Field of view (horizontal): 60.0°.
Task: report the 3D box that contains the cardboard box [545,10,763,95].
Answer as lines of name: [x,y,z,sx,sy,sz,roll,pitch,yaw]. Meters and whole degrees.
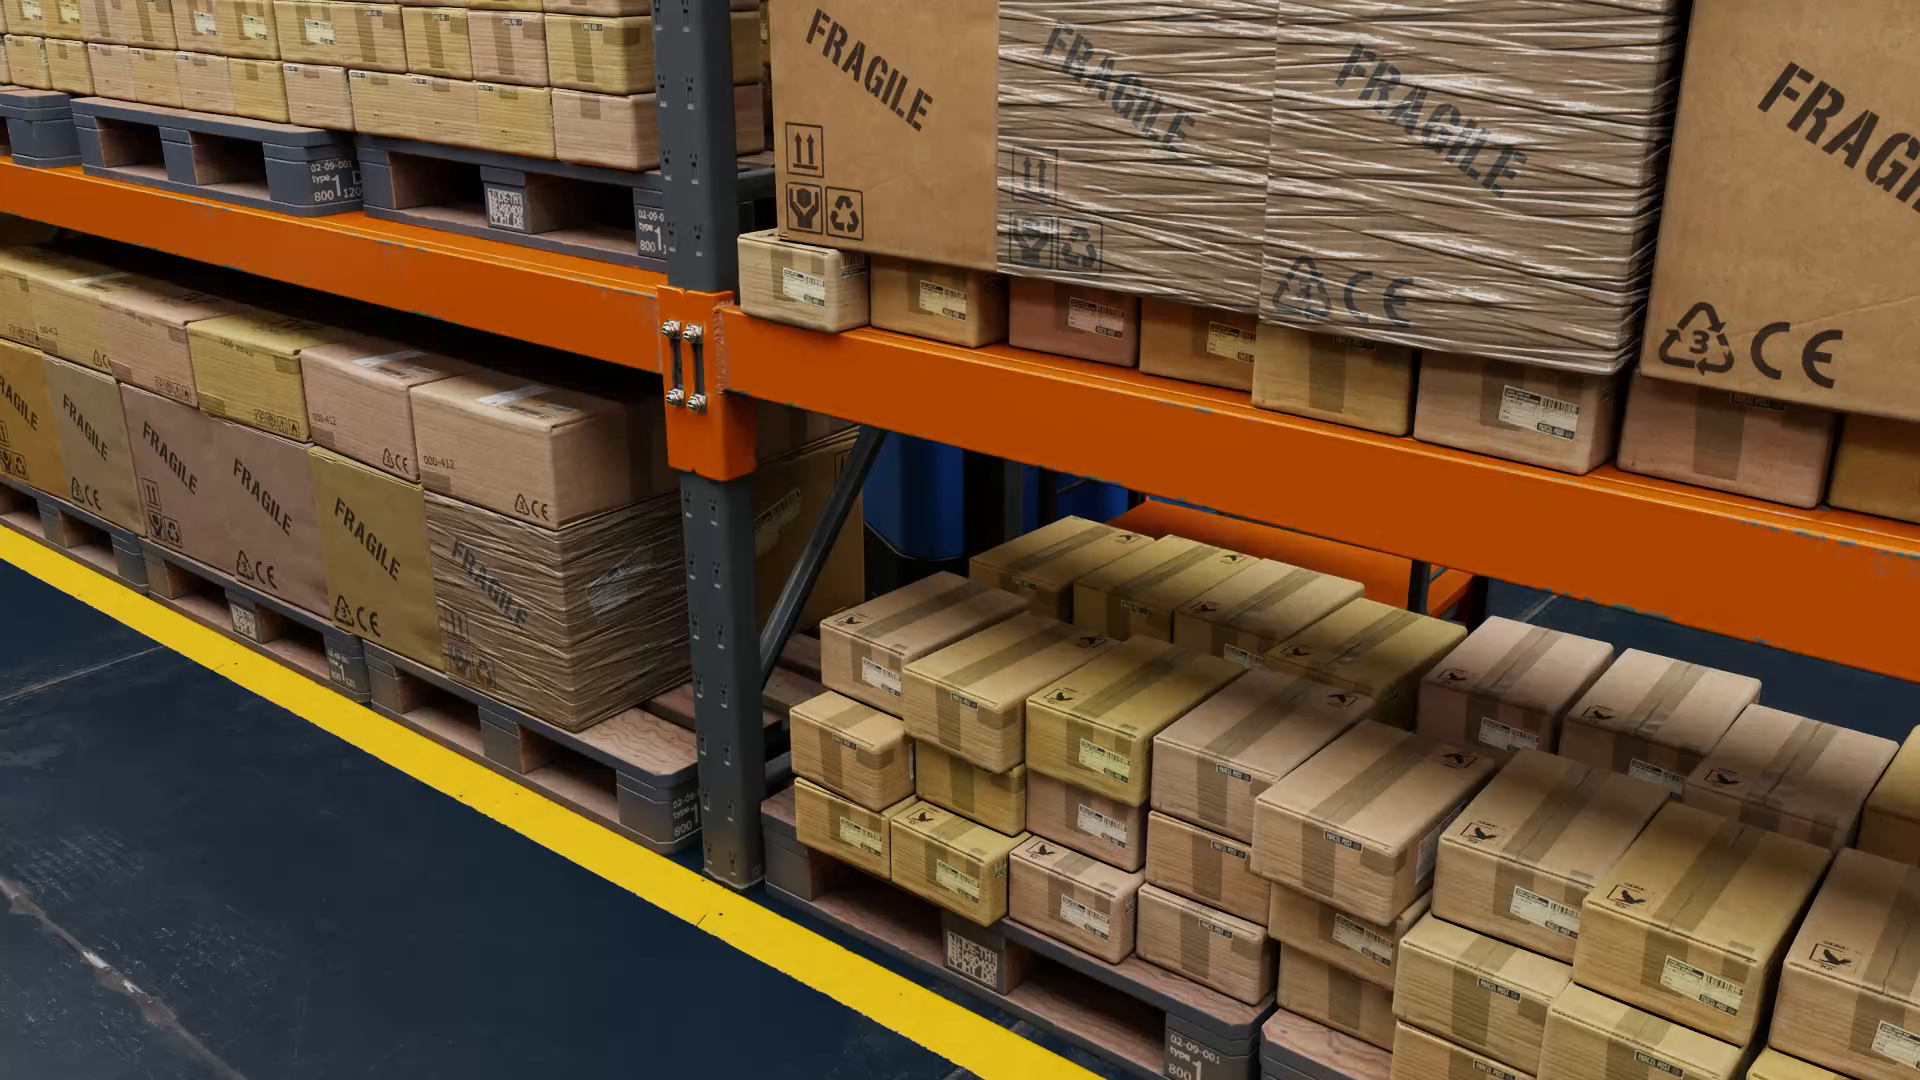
cardboard box: [-0.639,-1.034,3.498,0.250,0.149,0.380,17,27,38]

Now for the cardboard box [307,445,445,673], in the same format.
cardboard box: [-1.336,-0.019,4.414,0.500,0.500,0.500,15,26,35]

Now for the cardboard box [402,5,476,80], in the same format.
cardboard box: [-1.034,-1.148,3.802,0.250,0.149,0.380,17,27,39]

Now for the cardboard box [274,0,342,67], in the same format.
cardboard box: [-1.449,-1.267,4.115,0.250,0.149,0.380,14,25,34]

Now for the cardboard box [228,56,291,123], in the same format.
cardboard box: [-1.650,-1.184,4.318,0.250,0.149,0.380,17,27,39]

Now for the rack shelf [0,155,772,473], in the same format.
rack shelf: [-1.755,-0.891,4.798,4.000,0.370,1.077,16,26,36]

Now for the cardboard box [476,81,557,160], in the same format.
cardboard box: [-0.840,-0.952,3.703,0.250,0.149,0.380,16,26,37]

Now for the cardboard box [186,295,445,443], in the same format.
cardboard box: [-1.751,-0.488,4.596,0.500,0.250,0.500,15,25,34]

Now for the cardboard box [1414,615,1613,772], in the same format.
cardboard box: [1.075,0.301,3.222,0.250,0.149,0.380,15,25,34]

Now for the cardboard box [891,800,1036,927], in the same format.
cardboard box: [0.079,0.585,3.311,0.250,0.149,0.380,17,27,38]

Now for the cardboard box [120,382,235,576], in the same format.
cardboard box: [-2.126,-0.248,5.023,0.500,0.500,0.500,15,26,35]

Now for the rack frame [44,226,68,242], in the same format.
rack frame: [-3.305,-1.673,5.854,0.127,3.000,1.000,16,26,36]

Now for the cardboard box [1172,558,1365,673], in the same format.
cardboard box: [0.655,0.186,3.525,0.250,0.149,0.380,16,26,36]

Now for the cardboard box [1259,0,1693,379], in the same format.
cardboard box: [0.774,-0.557,2.330,0.500,0.500,0.500,15,26,35]

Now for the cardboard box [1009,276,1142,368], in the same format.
cardboard box: [0.294,-0.428,2.909,0.250,0.149,0.380,15,25,34]

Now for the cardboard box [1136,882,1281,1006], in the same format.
cardboard box: [0.533,0.669,3.088,0.250,0.149,0.380,15,26,35]

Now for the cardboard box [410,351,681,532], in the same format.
cardboard box: [-0.943,-0.256,3.980,0.500,0.250,0.500,15,25,35]

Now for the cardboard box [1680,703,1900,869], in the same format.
cardboard box: [1.415,0.443,2.845,0.250,0.149,0.380,16,26,36]

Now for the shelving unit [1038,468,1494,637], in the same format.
shelving unit: [0.772,-0.061,4.235,1.048,1.125,0.538,15,25,34]

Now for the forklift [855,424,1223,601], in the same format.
forklift: [-0.242,-1.575,5.692,1.130,2.935,3.031,-8,22,-21]

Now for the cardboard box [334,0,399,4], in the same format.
cardboard box: [-1.251,-1.351,3.917,0.250,0.149,0.380,16,26,36]

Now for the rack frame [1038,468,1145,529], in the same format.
rack frame: [0.365,-0.168,4.520,0.032,1.125,0.500,15,25,34]

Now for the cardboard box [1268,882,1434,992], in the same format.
cardboard box: [0.743,0.591,2.874,0.250,0.149,0.380,18,27,39]

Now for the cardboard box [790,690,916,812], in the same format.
cardboard box: [-0.127,0.386,3.418,0.250,0.149,0.380,18,27,39]

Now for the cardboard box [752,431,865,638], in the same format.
cardboard box: [-0.610,-0.045,4.484,0.500,0.500,0.500,17,27,38]

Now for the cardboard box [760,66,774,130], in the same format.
cardboard box: [-0.439,-1.134,4.184,0.250,0.149,0.380,17,26,37]

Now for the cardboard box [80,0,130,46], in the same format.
cardboard box: [-2.249,-1.498,4.729,0.250,0.149,0.380,16,26,36]

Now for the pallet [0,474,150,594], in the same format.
pallet: [-2.700,-0.194,5.883,1.213,0.211,1.003,16,26,36]

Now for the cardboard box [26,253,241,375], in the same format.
cardboard box: [-2.531,-0.718,5.206,0.500,0.250,0.500,16,26,36]

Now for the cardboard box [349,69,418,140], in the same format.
cardboard box: [-1.226,-1.064,4.000,0.250,0.149,0.380,15,25,34]

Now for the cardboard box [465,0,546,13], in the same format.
cardboard box: [-0.849,-1.234,3.607,0.250,0.149,0.380,15,25,35]

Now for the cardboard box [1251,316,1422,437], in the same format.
cardboard box: [0.655,-0.292,2.547,0.250,0.149,0.380,17,26,37]

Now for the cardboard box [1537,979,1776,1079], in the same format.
cardboard box: [1.073,0.726,2.514,0.250,0.149,0.380,16,26,37]

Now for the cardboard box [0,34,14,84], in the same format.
cardboard box: [-2.878,-1.537,5.255,0.250,0.149,0.380,18,27,39]

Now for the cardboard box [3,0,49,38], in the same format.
cardboard box: [-2.637,-1.610,5.026,0.250,0.149,0.380,15,25,35]

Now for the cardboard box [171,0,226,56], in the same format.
cardboard box: [-1.847,-1.383,4.423,0.250,0.149,0.380,17,27,38]

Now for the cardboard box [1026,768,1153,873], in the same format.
cardboard box: [0.337,0.462,3.215,0.250,0.149,0.380,16,26,36]

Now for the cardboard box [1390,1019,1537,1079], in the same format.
cardboard box: [0.904,0.804,2.730,0.250,0.149,0.380,15,25,35]

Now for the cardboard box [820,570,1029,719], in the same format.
cardboard box: [-0.070,0.212,3.458,0.250,0.149,0.380,17,27,38]

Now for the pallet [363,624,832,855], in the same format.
pallet: [-0.810,0.351,4.439,1.213,0.211,1.003,16,26,36]

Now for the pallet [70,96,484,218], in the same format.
pallet: [-1.745,-1.153,4.747,1.213,0.211,1.003,16,26,36]

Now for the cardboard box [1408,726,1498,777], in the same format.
cardboard box: [1.018,0.447,3.255,0.250,0.149,0.380,17,26,38]

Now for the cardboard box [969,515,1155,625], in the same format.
cardboard box: [0.235,0.086,3.790,0.250,0.149,0.380,17,27,38]

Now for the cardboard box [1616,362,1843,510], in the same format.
cardboard box: [1.095,-0.183,2.258,0.250,0.149,0.380,17,27,38]

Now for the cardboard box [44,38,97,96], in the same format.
cardboard box: [-2.458,-1.418,4.937,0.250,0.149,0.380,18,27,39]

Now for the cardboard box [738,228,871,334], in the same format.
cardboard box: [-0.193,-0.511,3.127,0.250,0.149,0.380,17,27,38]

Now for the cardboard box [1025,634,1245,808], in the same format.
cardboard box: [0.333,0.332,3.138,0.250,0.149,0.380,16,26,36]

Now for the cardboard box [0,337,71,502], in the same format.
cardboard box: [-2.918,-0.473,5.618,0.500,0.500,0.500,15,25,34]

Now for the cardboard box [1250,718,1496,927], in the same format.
cardboard box: [0.695,0.463,2.790,0.250,0.149,0.380,17,26,37]

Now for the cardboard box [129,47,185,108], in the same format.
cardboard box: [-2.057,-1.302,4.631,0.250,0.149,0.380,16,26,37]

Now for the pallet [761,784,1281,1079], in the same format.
pallet: [0.337,0.664,3.608,1.213,0.211,1.003,16,26,36]

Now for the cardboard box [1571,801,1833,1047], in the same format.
cardboard box: [1.125,0.567,2.515,0.250,0.149,0.380,16,26,37]

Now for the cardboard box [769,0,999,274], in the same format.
cardboard box: [0.019,-0.787,2.942,0.500,0.500,0.500,16,26,35]
